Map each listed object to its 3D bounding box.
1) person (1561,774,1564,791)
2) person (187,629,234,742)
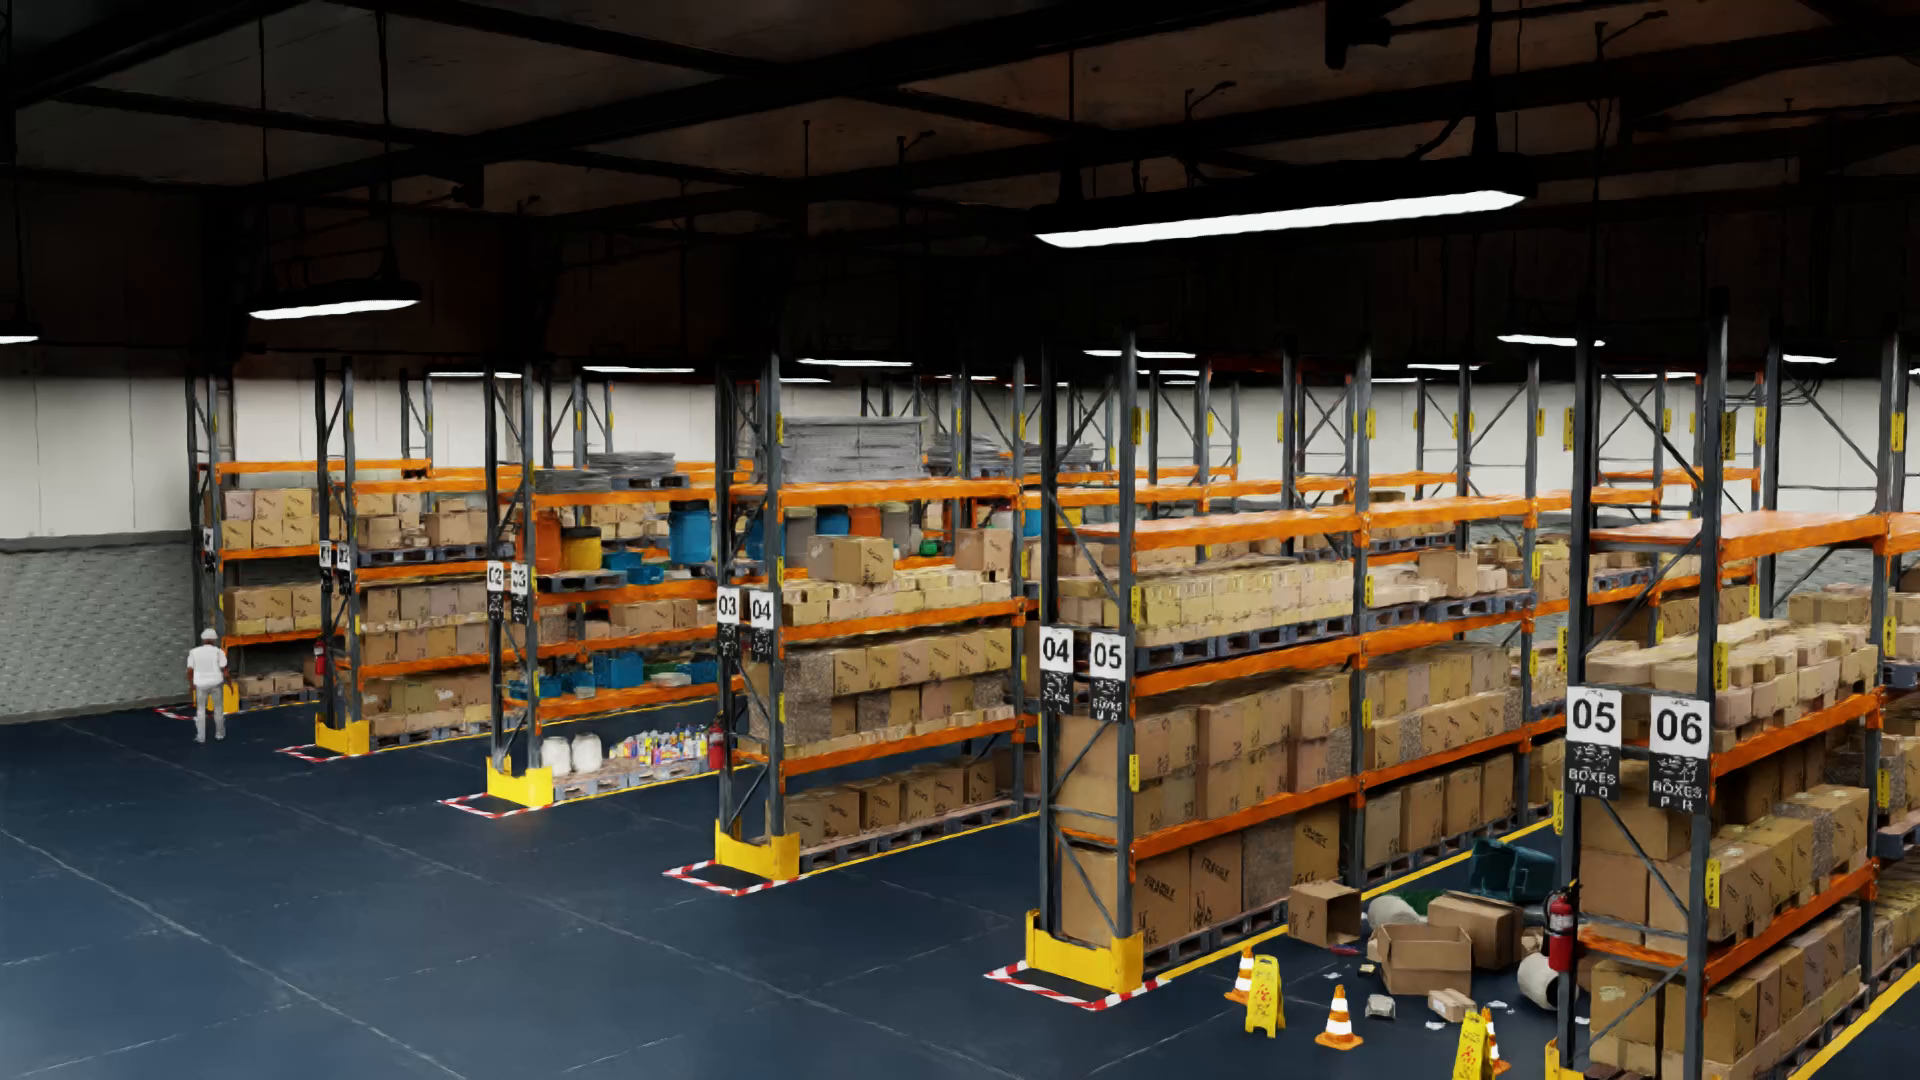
[{"bbox_3d":[7.006,2.918,18.768,0.523,1.592,0.527,-1,5,-14],"label":"person"},{"bbox_3d":[-11.789,2.266,26.174,0.661,1.762,0.559,-1,5,-17],"label":"person"}]
